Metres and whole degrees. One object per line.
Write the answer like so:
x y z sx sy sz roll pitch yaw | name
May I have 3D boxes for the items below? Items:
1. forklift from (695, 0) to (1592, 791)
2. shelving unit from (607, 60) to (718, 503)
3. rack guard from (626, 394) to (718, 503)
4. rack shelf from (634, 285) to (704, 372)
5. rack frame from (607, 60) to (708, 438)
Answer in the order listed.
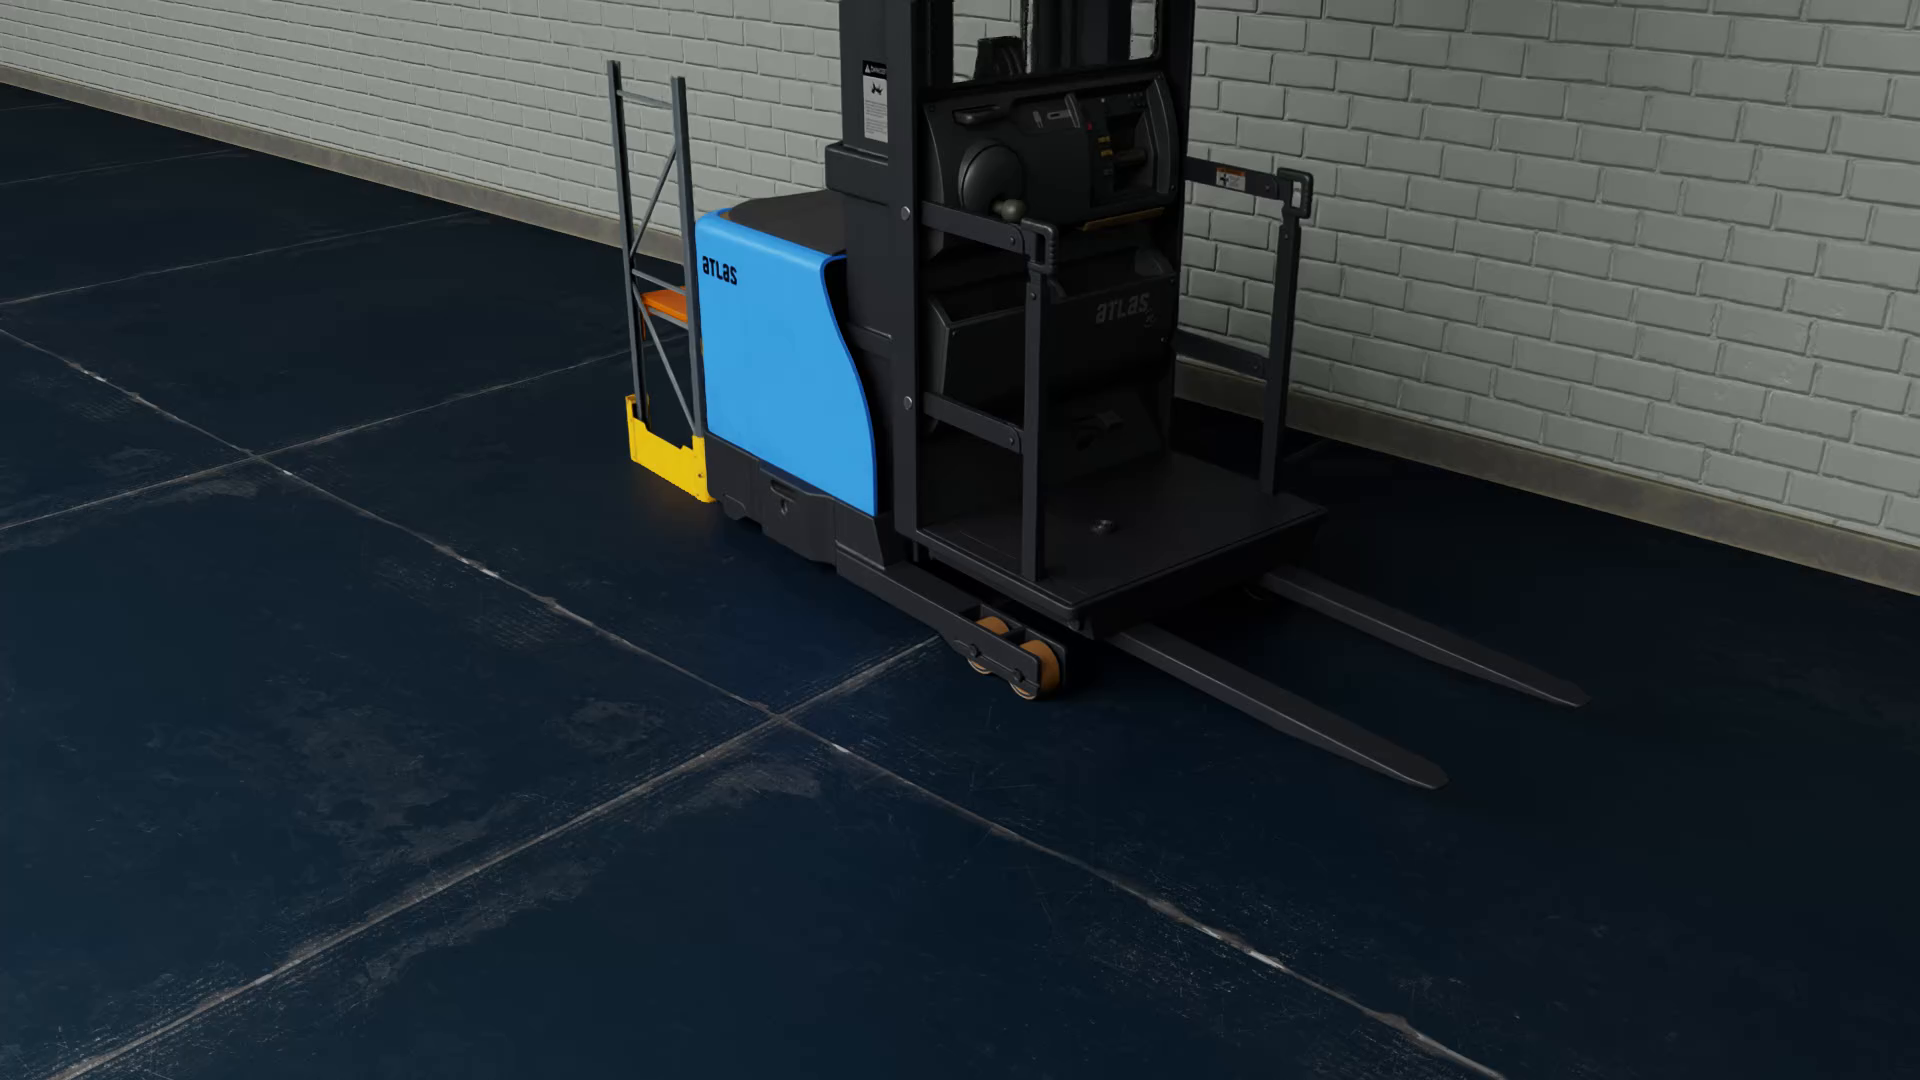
0.416 -1.115 4.654 1.130 2.935 3.031 -19 30 -35 | forklift
-0.682 -1.046 6.250 1.083 1.500 0.587 -18 30 -34 | shelving unit
-1.073 -0.350 6.224 0.087 0.250 0.587 -18 30 -34 | rack guard
-0.675 -0.884 6.329 1.000 0.185 0.538 -18 30 -34 | rack shelf
-1.074 -0.920 5.968 0.032 1.500 0.500 -18 30 -34 | rack frame
